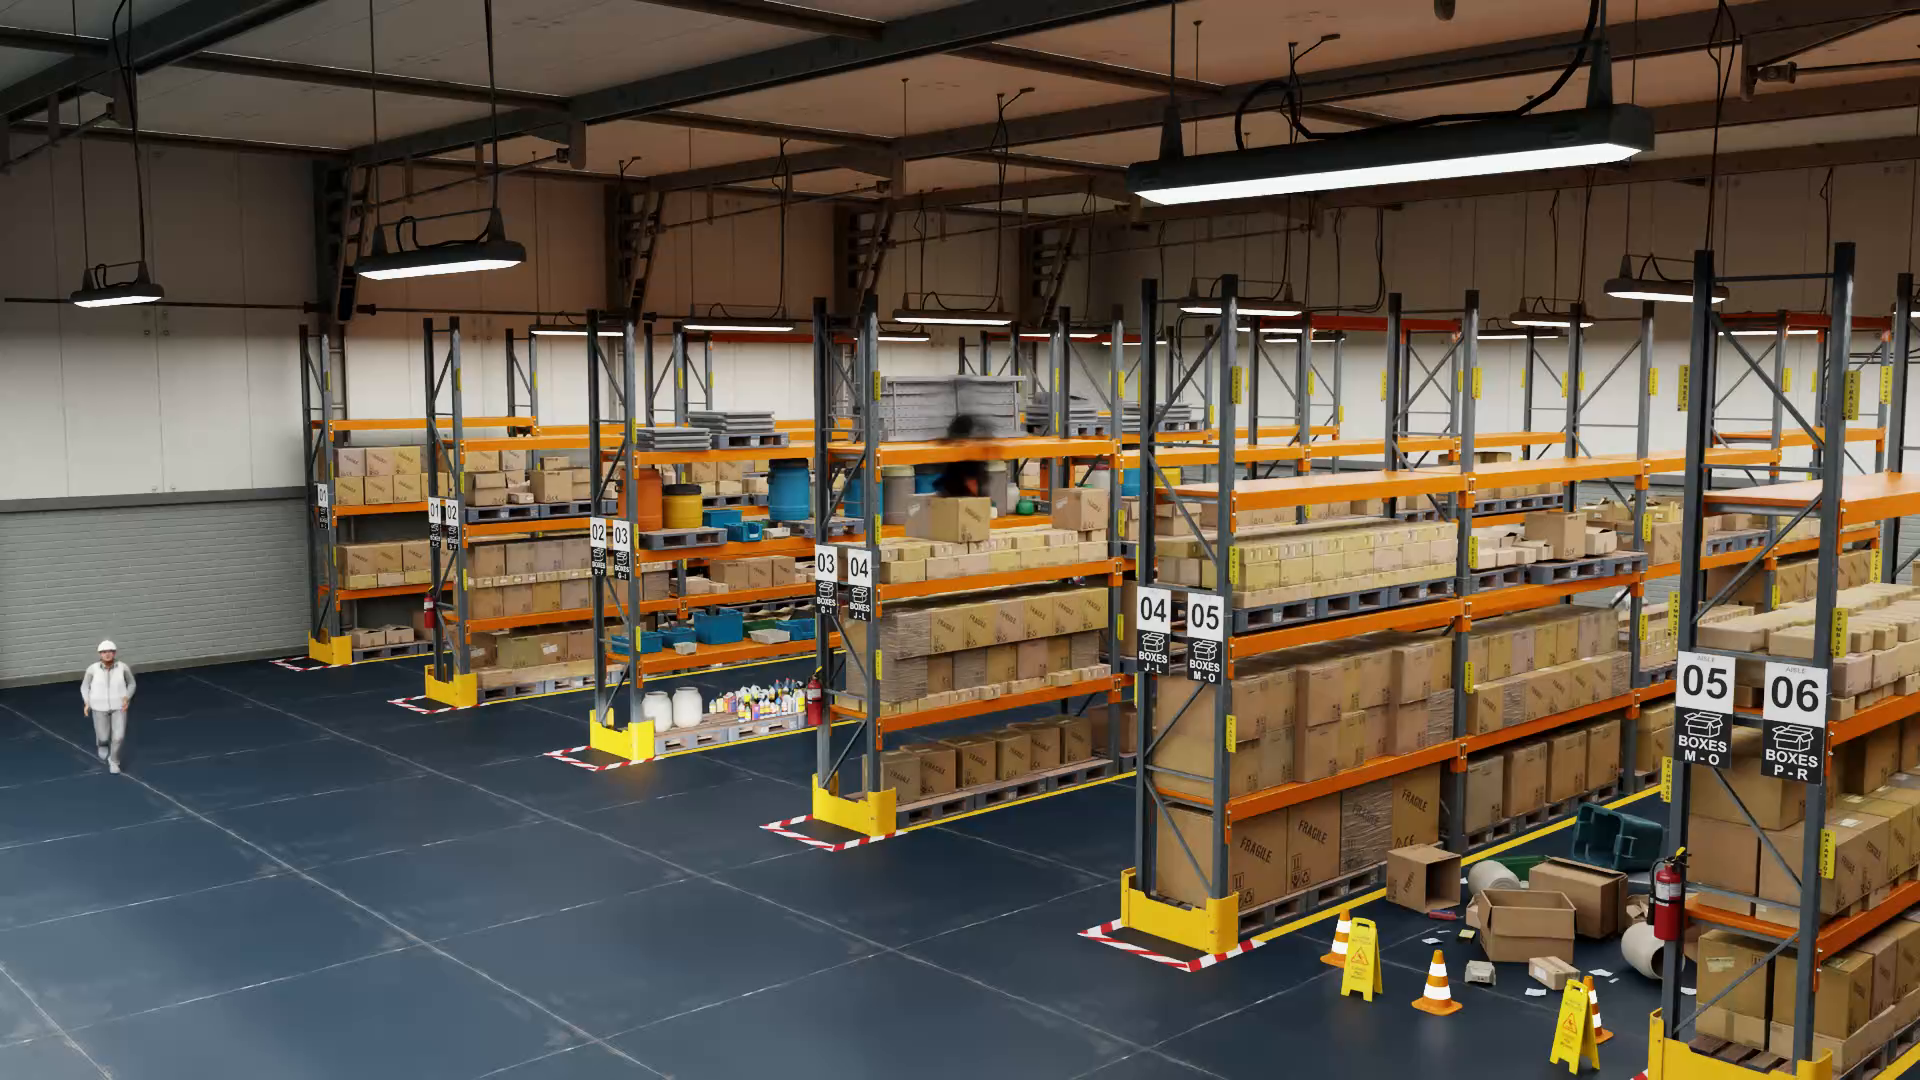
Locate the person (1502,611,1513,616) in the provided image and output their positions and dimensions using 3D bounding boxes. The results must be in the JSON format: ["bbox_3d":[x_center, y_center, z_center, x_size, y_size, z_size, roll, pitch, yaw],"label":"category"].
[{"bbox_3d":[7.961,1.857,24.286,0.964,1.653,0.578,-5,8,-43],"label":"person"}]

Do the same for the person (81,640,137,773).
[{"bbox_3d":[-11.005,2.147,21.523,0.644,1.726,0.618,-3,7,-28],"label":"person"}]

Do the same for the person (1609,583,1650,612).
[{"bbox_3d":[11.659,1.448,28.792,0.619,1.707,0.694,-1,6,-7],"label":"person"}]
